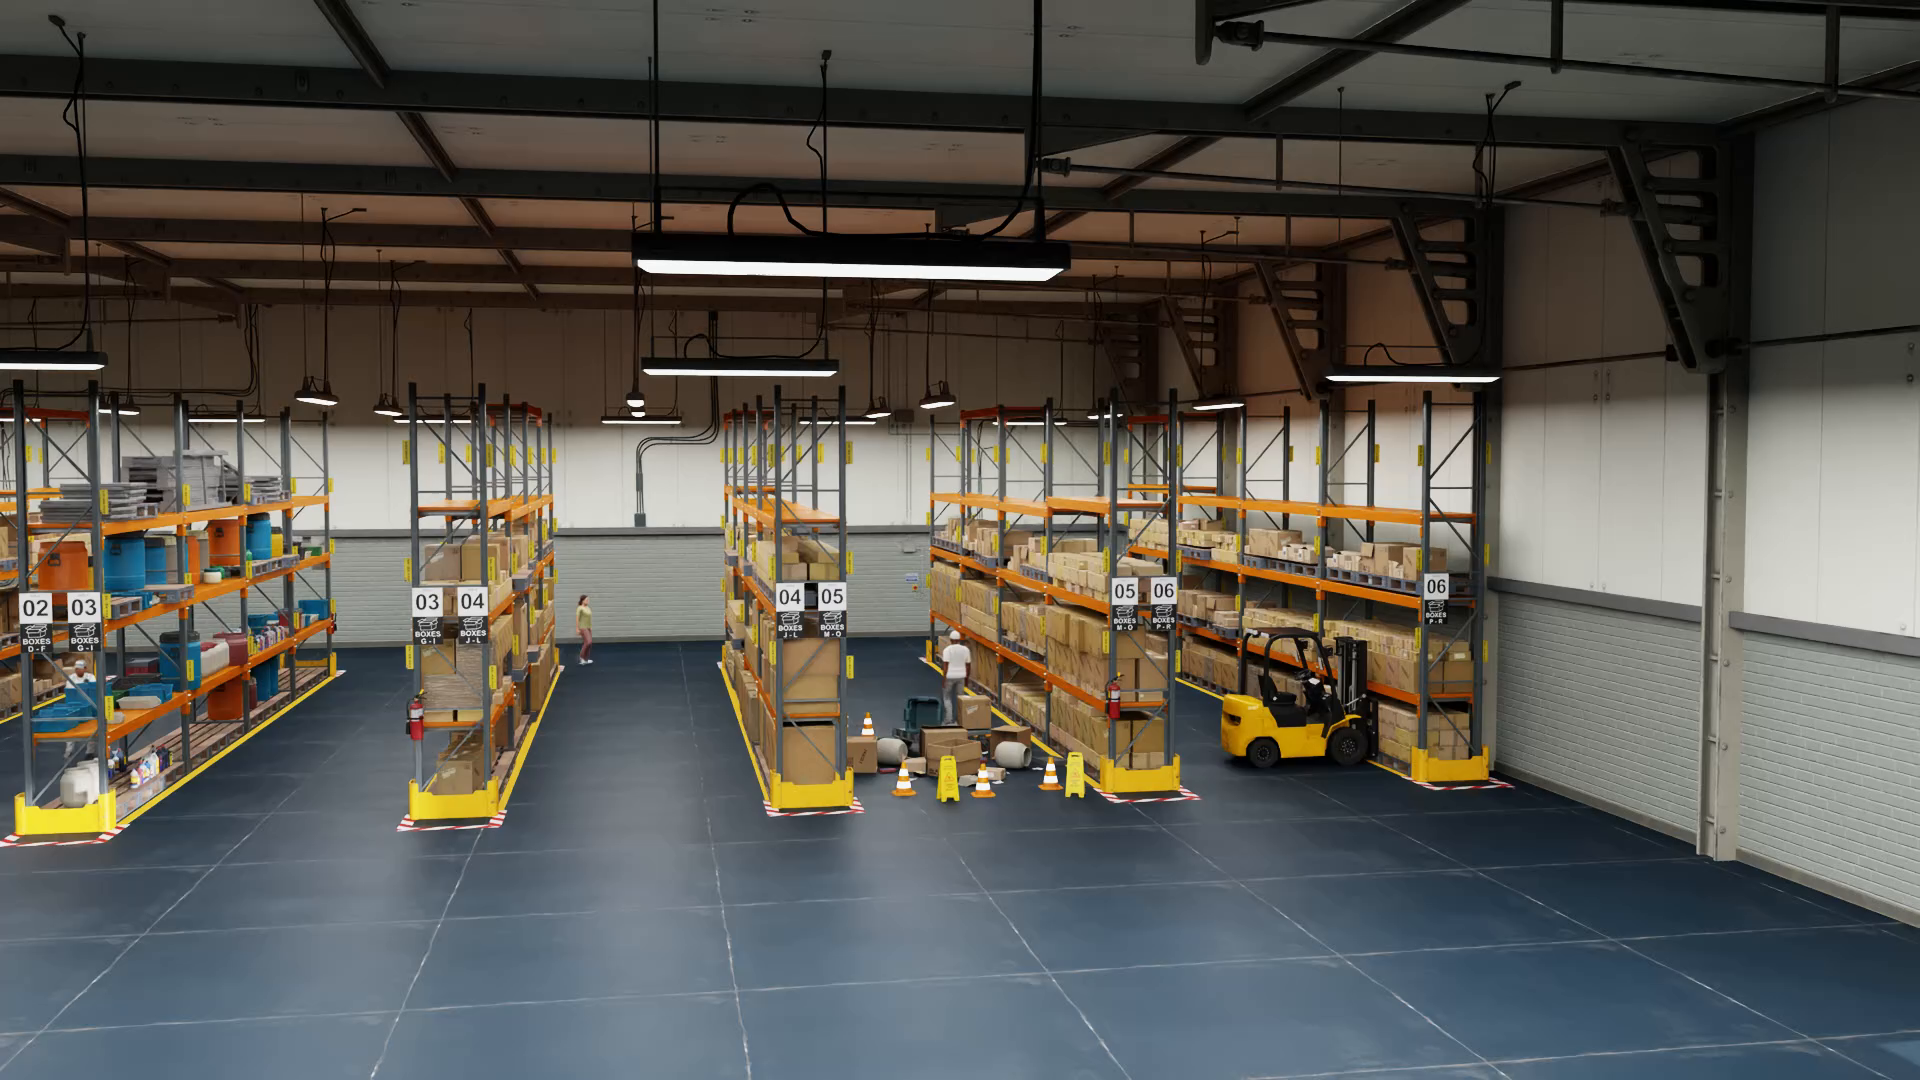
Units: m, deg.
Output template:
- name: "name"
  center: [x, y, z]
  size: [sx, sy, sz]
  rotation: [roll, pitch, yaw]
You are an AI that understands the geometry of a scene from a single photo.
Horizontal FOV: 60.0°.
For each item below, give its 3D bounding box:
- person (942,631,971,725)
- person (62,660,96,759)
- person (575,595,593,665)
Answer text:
- name: "person"
  center: [-0.071, 2.584, 30.764]
  size: [0.613, 1.805, 0.604]
  rotation: [-1, 3, -23]
- name: "person"
  center: [-14.525, 2.782, 27.470]
  size: [0.507, 1.605, 1.005]
  rotation: [-1, 3, -23]
- name: "person"
  center: [-8.952, 2.148, 39.744]
  size: [0.446, 1.690, 0.516]
  rotation: [1, 3, 22]
